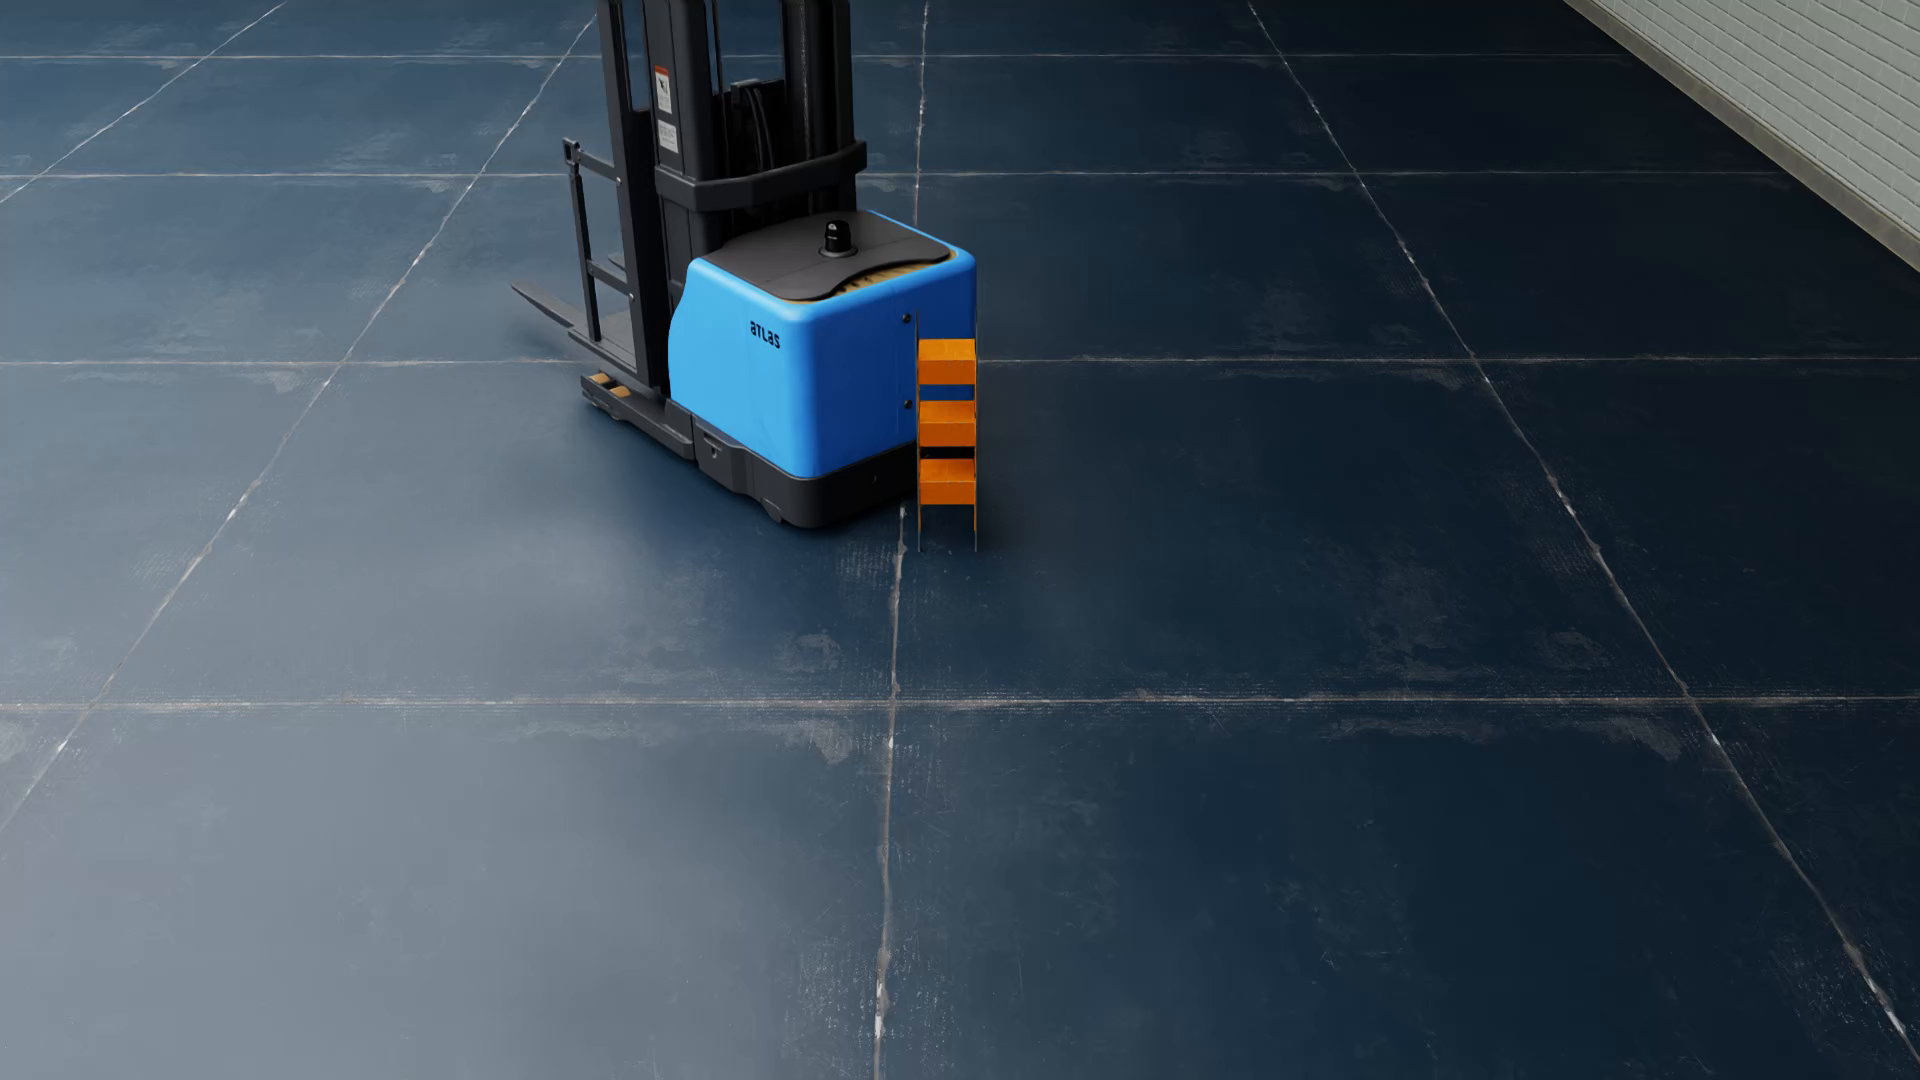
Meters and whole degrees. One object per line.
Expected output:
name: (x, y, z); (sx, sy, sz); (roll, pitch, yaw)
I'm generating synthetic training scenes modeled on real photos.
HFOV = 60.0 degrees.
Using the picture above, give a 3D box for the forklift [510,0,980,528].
forklift: (-1.246, -1.995, 7.713); (1.130, 2.935, 3.031); (-24, 39, -34)

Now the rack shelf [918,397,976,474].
rack shelf: (-0.054, -0.440, 6.983); (0.240, 0.259, 0.215); (0, 31, 0)

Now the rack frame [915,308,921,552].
rack frame: (-0.176, -0.448, 6.977); (0.008, 1.050, 0.200); (0, 31, 0)

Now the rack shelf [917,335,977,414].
rack shelf: (-0.054, -0.682, 6.836); (0.240, 0.259, 0.215); (0, 31, 0)

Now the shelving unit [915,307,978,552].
shelving unit: (-0.054, -0.449, 6.977); (0.252, 1.050, 0.215); (0, 31, 0)

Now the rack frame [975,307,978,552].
rack frame: (0.068, -0.449, 6.978); (0.008, 1.050, 0.200); (0, 31, 0)

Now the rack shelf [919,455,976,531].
rack shelf: (-0.054, -0.202, 7.127); (0.240, 0.259, 0.215); (0, 31, 0)
